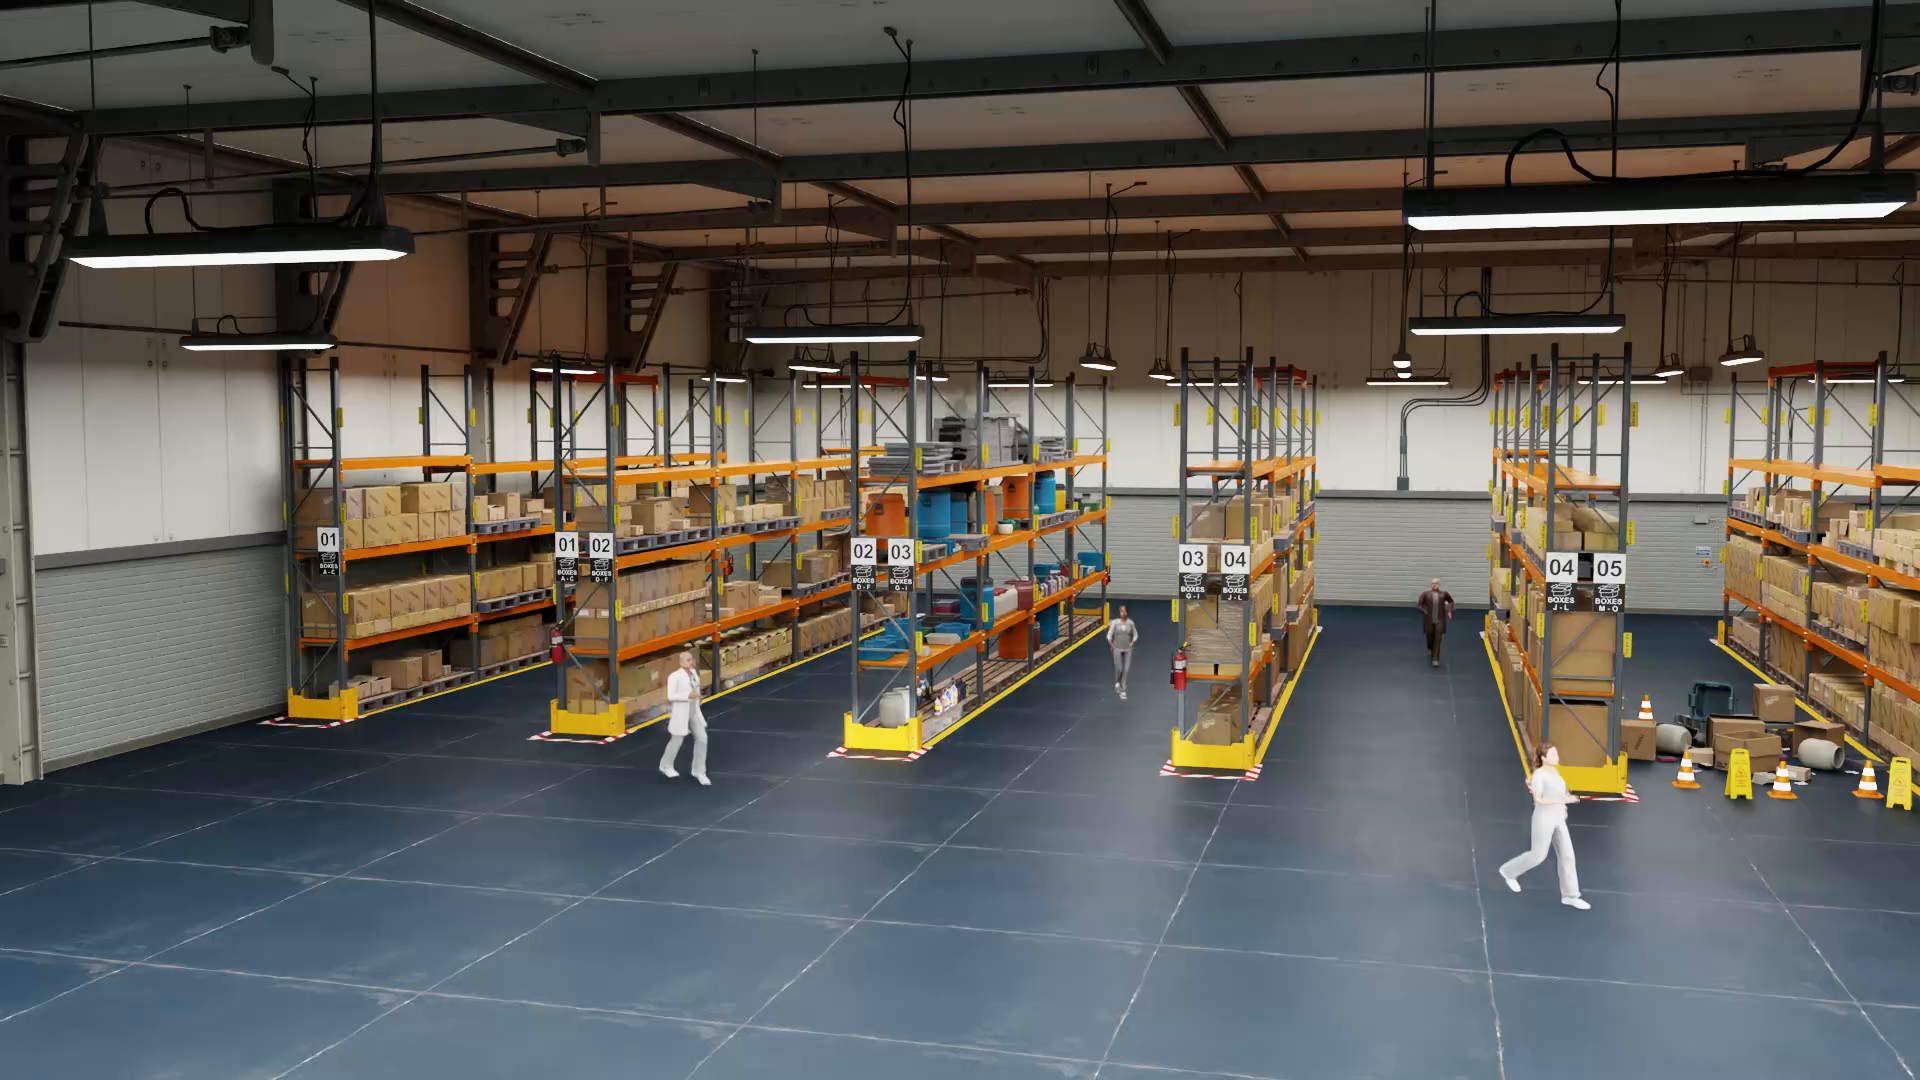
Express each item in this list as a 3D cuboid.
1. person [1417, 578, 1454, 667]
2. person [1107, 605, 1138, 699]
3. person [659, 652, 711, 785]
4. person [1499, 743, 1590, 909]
[{"bbox_3d":[9.618,1.647,33.654,0.724,1.742,1.079,1,4,17],"label":"person"},{"bbox_3d":[2.744,1.881,27.999,0.527,1.557,0.496,0,4,0],"label":"person"},{"bbox_3d":[-3.779,2.441,22.818,0.923,1.837,0.610,4,6,42],"label":"person"},{"bbox_3d":[6.034,2.897,17.089,0.569,1.646,0.963,-4,5,-40],"label":"person"}]
